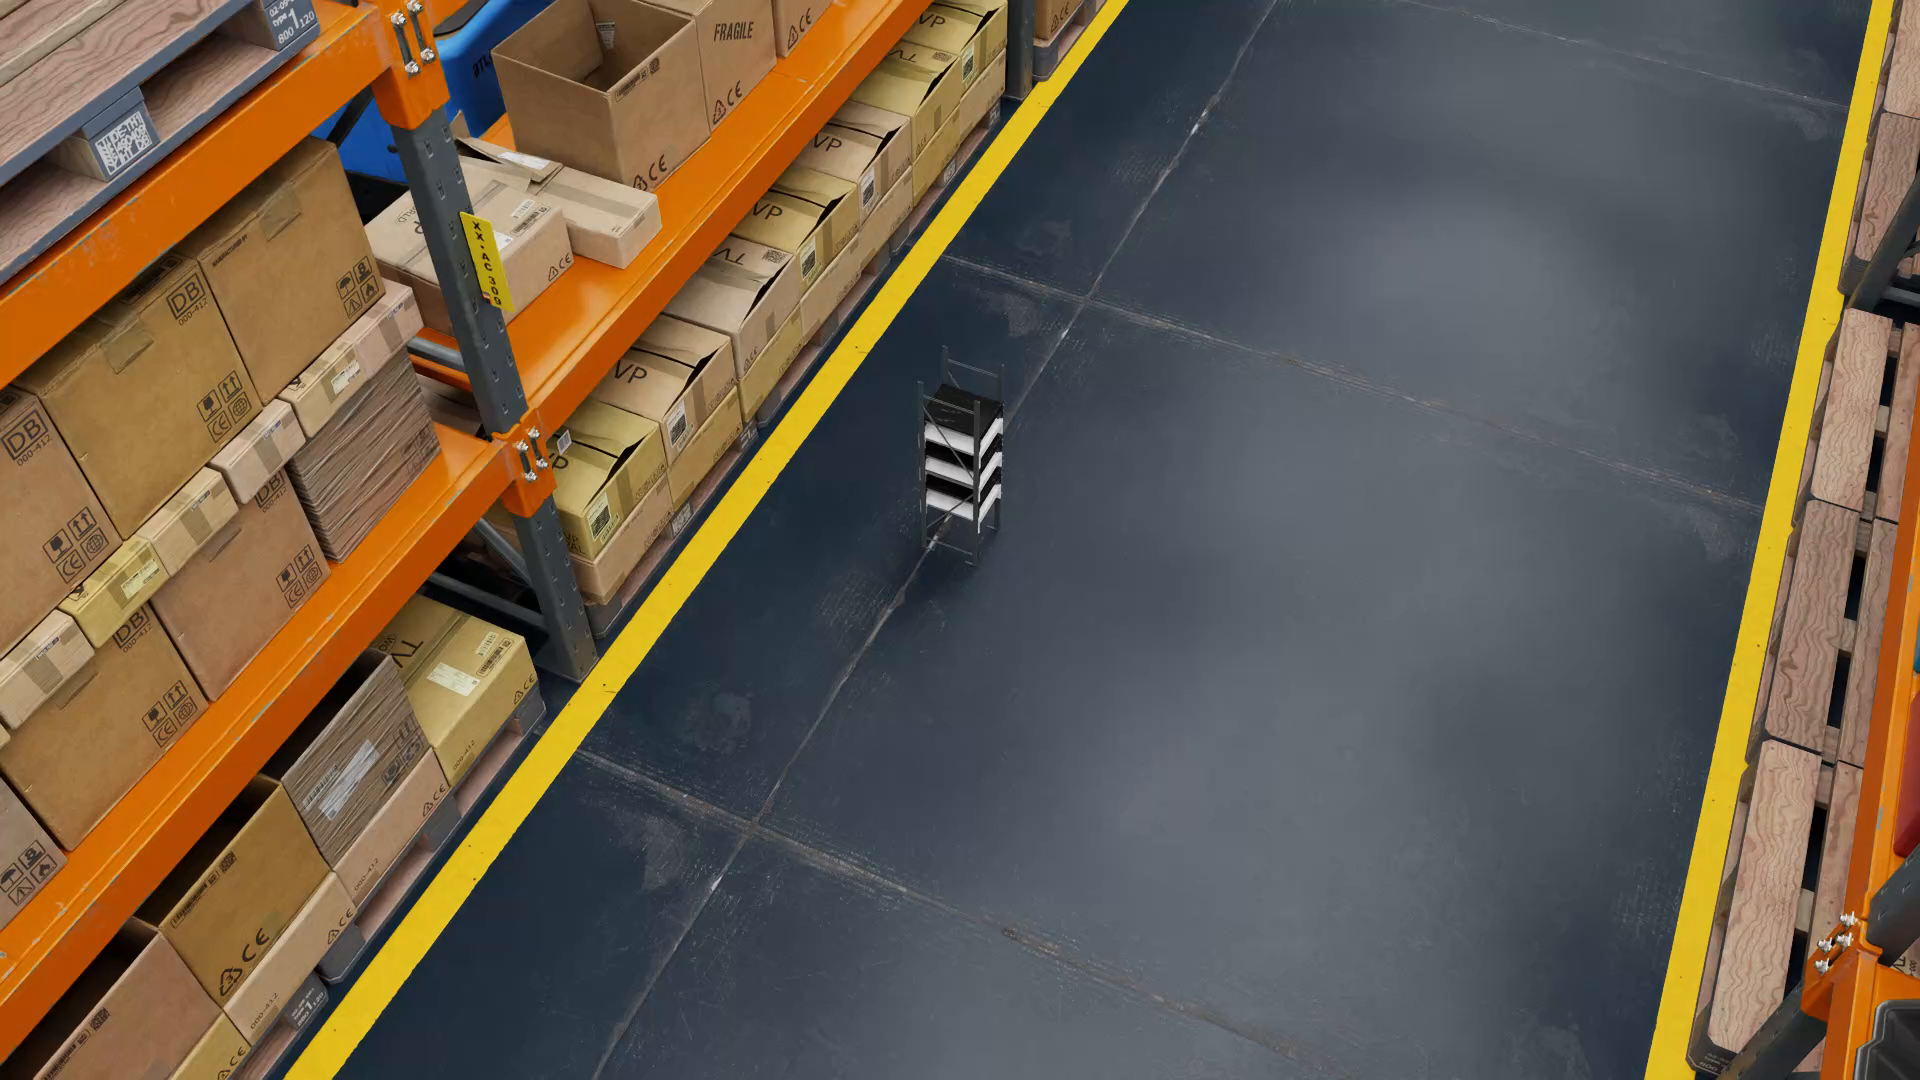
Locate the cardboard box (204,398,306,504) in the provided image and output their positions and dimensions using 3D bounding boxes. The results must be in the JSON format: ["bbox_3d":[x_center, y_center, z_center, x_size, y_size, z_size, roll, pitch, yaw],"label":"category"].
[{"bbox_3d":[-1.957,-0.279,4.342,0.380,0.149,0.250,18,52,15],"label":"cardboard box"}]

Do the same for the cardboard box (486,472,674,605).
[{"bbox_3d":[-1.421,-0.086,6.199,0.500,0.250,0.500,19,52,15],"label":"cardboard box"}]

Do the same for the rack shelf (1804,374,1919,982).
[{"bbox_3d":[3.514,-0.174,5.216,1.077,0.370,4.000,20,52,16],"label":"rack shelf"}]

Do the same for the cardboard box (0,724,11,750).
[{"bbox_3d":[-2.395,0.428,3.740,0.380,0.149,0.250,21,53,17],"label":"cardboard box"}]

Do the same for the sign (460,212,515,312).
[{"bbox_3d":[-1.315,-0.771,4.631,0.100,0.325,0.005,20,52,16],"label":"sign"}]

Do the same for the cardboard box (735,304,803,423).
[{"bbox_3d":[-0.983,-0.796,6.802,0.500,0.250,0.500,18,52,15],"label":"cardboard box"}]

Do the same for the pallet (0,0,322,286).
[{"bbox_3d":[-2.159,-0.992,3.528,1.003,0.211,1.213,20,52,16],"label":"pallet"}]

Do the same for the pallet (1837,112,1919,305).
[{"bbox_3d":[4.667,-1.437,7.649,1.003,0.211,1.213,20,52,16],"label":"pallet"}]

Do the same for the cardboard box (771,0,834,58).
[{"bbox_3d":[-0.811,-2.270,6.462,0.500,0.500,0.500,17,52,14],"label":"cardboard box"}]

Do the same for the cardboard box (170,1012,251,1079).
[{"bbox_3d":[-2.454,1.536,4.818,0.500,0.250,0.500,20,52,16],"label":"cardboard box"}]

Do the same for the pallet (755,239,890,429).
[{"bbox_3d":[-1.018,-1.104,7.366,1.003,0.211,1.213,20,52,16],"label":"pallet"}]

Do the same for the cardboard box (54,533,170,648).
[{"bbox_3d":[-2.176,0.070,4.044,0.380,0.149,0.250,20,52,16],"label":"cardboard box"}]

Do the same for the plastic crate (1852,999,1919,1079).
[{"bbox_3d":[2.321,1.309,3.522,0.767,0.338,0.504,20,52,16],"label":"plastic crate"}]

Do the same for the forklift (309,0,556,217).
[{"bbox_3d":[-2.084,-3.461,7.586,1.130,2.935,3.031,15,51,12],"label":"forklift"}]

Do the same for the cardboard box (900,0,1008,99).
[{"bbox_3d":[-0.110,-2.385,7.786,0.500,0.311,0.500,21,53,17],"label":"cardboard box"}]

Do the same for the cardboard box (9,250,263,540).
[{"bbox_3d":[-2.216,-0.441,4.053,0.700,0.500,0.500,20,52,16],"label":"cardboard box"}]

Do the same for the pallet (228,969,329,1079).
[{"bbox_3d":[-2.715,1.637,5.034,1.003,0.211,1.213,20,52,16],"label":"pallet"}]

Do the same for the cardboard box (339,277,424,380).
[{"bbox_3d":[-1.740,-0.630,4.640,0.380,0.149,0.250,20,52,16],"label":"cardboard box"}]

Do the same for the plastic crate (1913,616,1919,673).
[{"bbox_3d":[2.849,0.114,4.509,0.392,0.384,0.575,20,52,16],"label":"plastic crate"}]

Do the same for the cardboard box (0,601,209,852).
[{"bbox_3d":[-2.439,0.340,4.240,0.700,0.500,0.500,21,53,17],"label":"cardboard box"}]

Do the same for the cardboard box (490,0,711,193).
[{"bbox_3d":[-1.250,-1.563,5.860,0.500,0.500,0.500,23,53,19],"label":"cardboard box"}]

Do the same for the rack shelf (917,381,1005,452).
[{"bbox_3d":[0.003,-0.451,6.047,0.258,0.077,0.200,20,52,16],"label":"rack shelf"}]

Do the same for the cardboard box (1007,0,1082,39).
[{"bbox_3d":[0.344,-2.952,8.460,0.500,0.500,0.500,22,53,18],"label":"cardboard box"}]

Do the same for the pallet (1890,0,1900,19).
[{"bbox_3d":[5.710,-3.117,9.079,1.003,0.211,1.213,20,52,16],"label":"pallet"}]

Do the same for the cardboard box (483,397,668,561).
[{"bbox_3d":[-1.416,-0.275,5.991,0.500,0.311,0.500,20,52,16],"label":"cardboard box"}]

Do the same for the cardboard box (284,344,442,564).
[{"bbox_3d":[-2.002,-0.369,4.844,0.700,0.500,0.500,19,52,15],"label":"cardboard box"}]

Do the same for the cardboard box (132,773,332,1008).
[{"bbox_3d":[-2.252,0.944,4.829,0.500,0.500,0.500,20,52,16],"label":"cardboard box"}]

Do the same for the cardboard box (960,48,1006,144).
[{"bbox_3d":[-0.113,-2.202,7.999,0.500,0.250,0.500,21,53,17],"label":"cardboard box"}]

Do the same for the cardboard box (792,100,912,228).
[{"bbox_3d":[-0.544,-1.678,7.185,0.500,0.311,0.500,19,52,16],"label":"cardboard box"}]

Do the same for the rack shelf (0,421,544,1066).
[{"bbox_3d":[-2.672,0.966,4.246,1.077,0.370,4.000,20,52,16],"label":"rack shelf"}]

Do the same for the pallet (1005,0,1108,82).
[{"bbox_3d":[0.244,-2.997,8.977,1.003,0.211,1.213,20,52,16],"label":"pallet"}]

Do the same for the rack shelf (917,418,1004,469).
[{"bbox_3d":[0.003,-0.392,6.115,0.258,0.077,0.200,20,52,16],"label":"rack shelf"}]

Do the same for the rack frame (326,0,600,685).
[{"bbox_3d":[-1.818,-0.644,5.144,1.000,3.000,0.127,20,52,16],"label":"rack frame"}]

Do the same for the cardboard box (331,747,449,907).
[{"bbox_3d":[-2.041,0.842,5.409,0.500,0.250,0.500,20,52,16],"label":"cardboard box"}]

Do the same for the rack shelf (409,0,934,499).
[{"bbox_3d":[-0.963,-1.788,6.590,1.077,0.370,4.000,20,52,16],"label":"rack shelf"}]

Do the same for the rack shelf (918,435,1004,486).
[{"bbox_3d":[0.003,-0.334,6.184,0.258,0.077,0.200,20,52,16],"label":"rack shelf"}]

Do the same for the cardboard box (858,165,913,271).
[{"bbox_3d":[-0.548,-1.501,7.402,0.500,0.250,0.500,21,53,17],"label":"cardboard box"}]

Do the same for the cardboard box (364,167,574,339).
[{"bbox_3d":[-1.647,-0.949,5.501,0.500,0.250,0.500,23,53,18],"label":"cardboard box"}]

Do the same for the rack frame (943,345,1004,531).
[{"bbox_3d":[0.047,-0.367,6.287,0.240,0.900,0.006,20,52,16],"label":"rack frame"}]

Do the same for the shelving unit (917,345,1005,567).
[{"bbox_3d":[0.003,-0.297,6.227,0.258,0.900,0.210,20,52,16],"label":"shelving unit"}]

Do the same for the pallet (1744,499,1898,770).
[{"bbox_3d":[3.480,0.477,6.021,1.003,0.211,1.213,20,52,16],"label":"pallet"}]

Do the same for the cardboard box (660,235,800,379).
[{"bbox_3d":[-0.977,-0.974,6.586,0.500,0.311,0.500,18,52,15],"label":"cardboard box"}]
